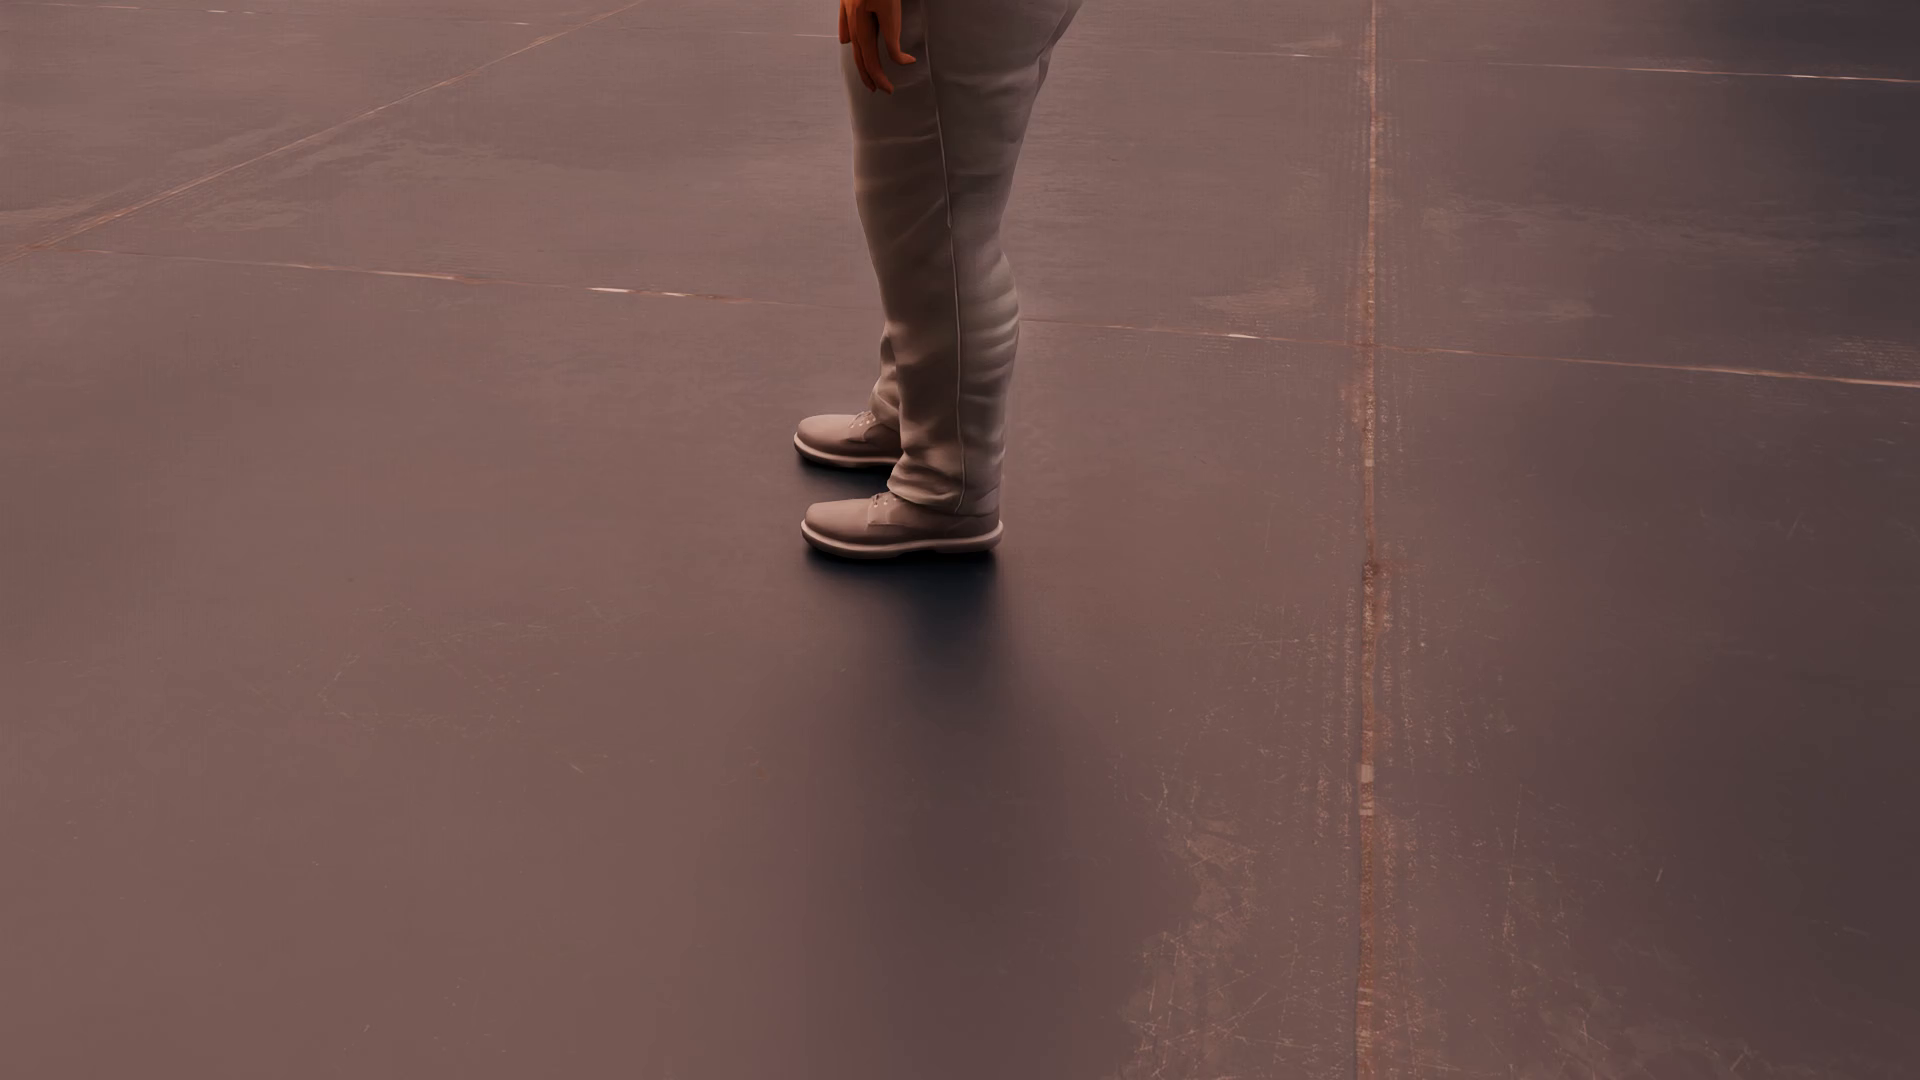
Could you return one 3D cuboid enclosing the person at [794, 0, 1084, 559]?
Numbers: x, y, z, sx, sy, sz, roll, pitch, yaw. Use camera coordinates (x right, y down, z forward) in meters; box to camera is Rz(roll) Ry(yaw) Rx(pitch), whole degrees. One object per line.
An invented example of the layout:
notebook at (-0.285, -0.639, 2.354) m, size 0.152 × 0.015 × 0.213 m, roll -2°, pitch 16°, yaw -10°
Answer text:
person at (-0.070, -0.769, 2.156) m, size 0.529 × 1.670 × 0.598 m, roll 6°, pitch 27°, yaw 11°
